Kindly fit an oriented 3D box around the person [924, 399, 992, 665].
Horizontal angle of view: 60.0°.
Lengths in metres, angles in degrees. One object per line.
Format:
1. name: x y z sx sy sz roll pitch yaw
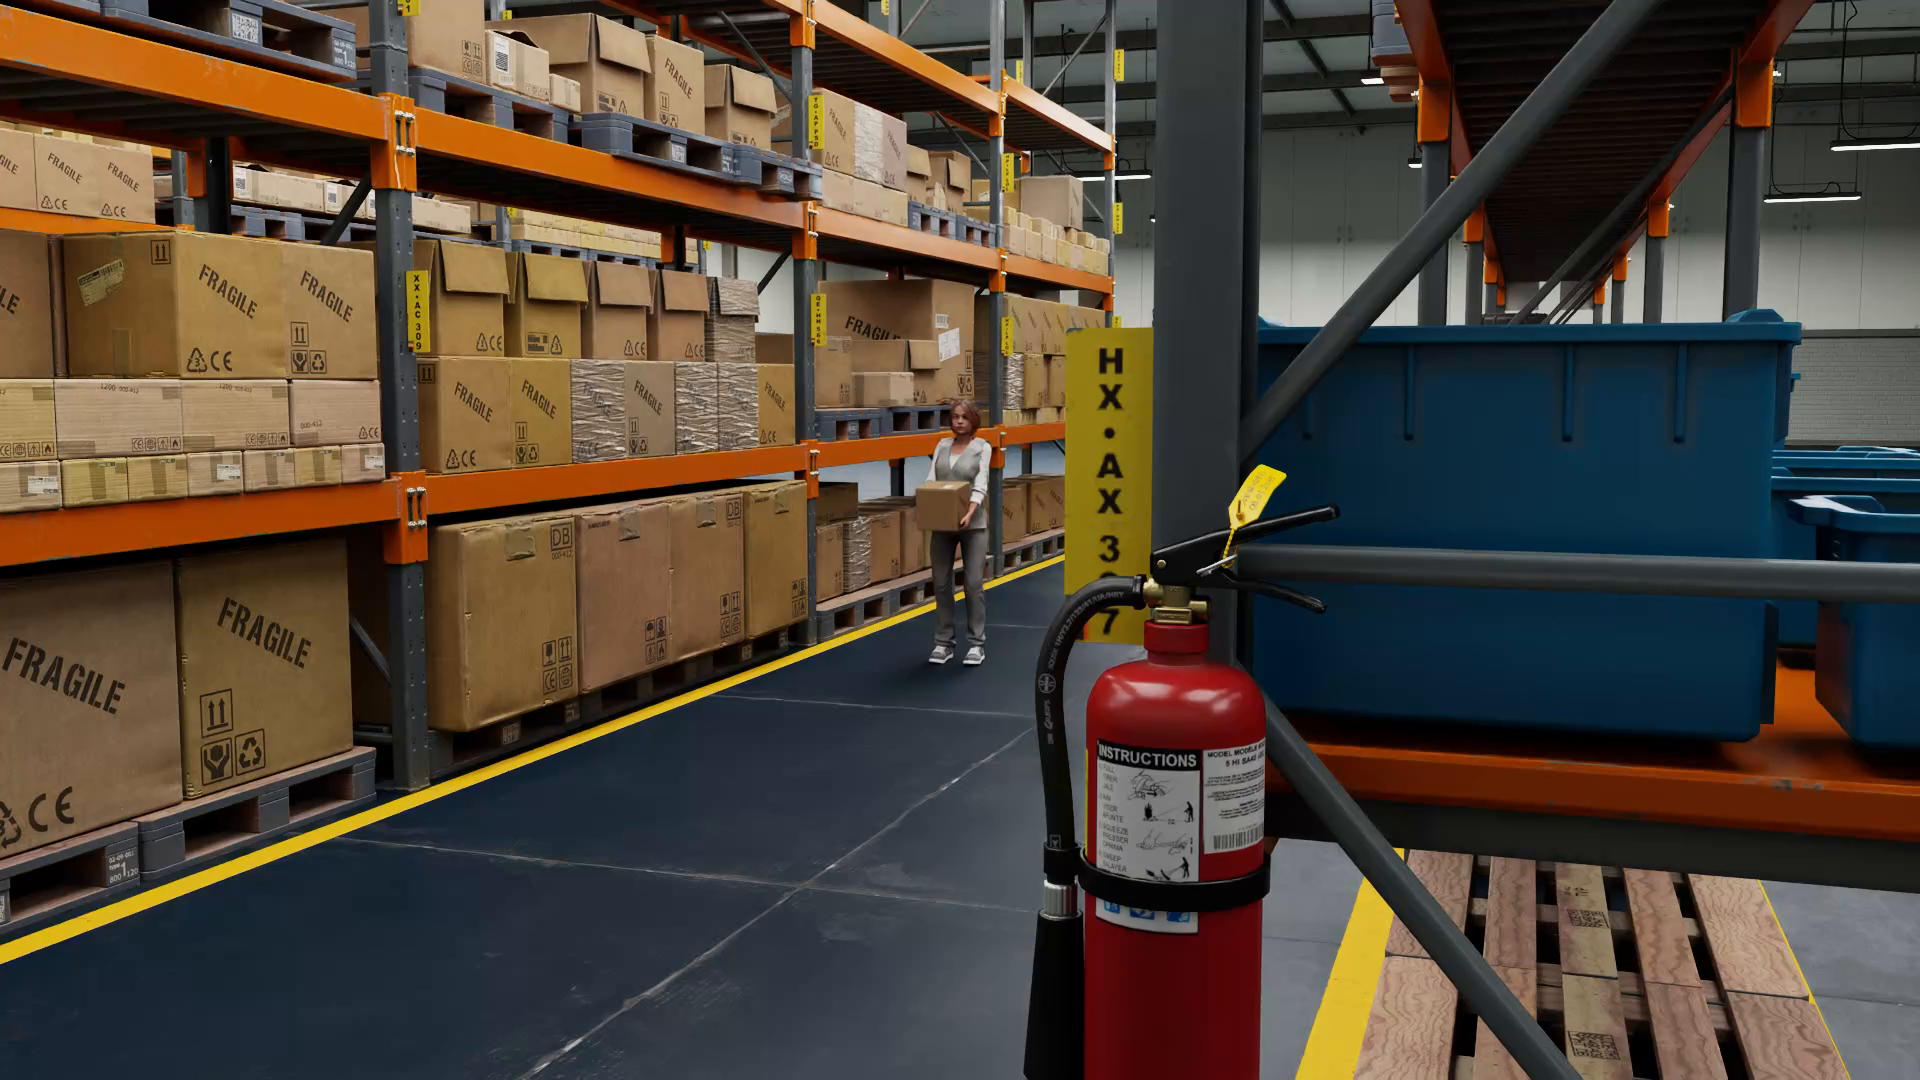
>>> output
1. person: -0.036 -0.044 9.948 0.404 1.593 0.494 2 6 20
